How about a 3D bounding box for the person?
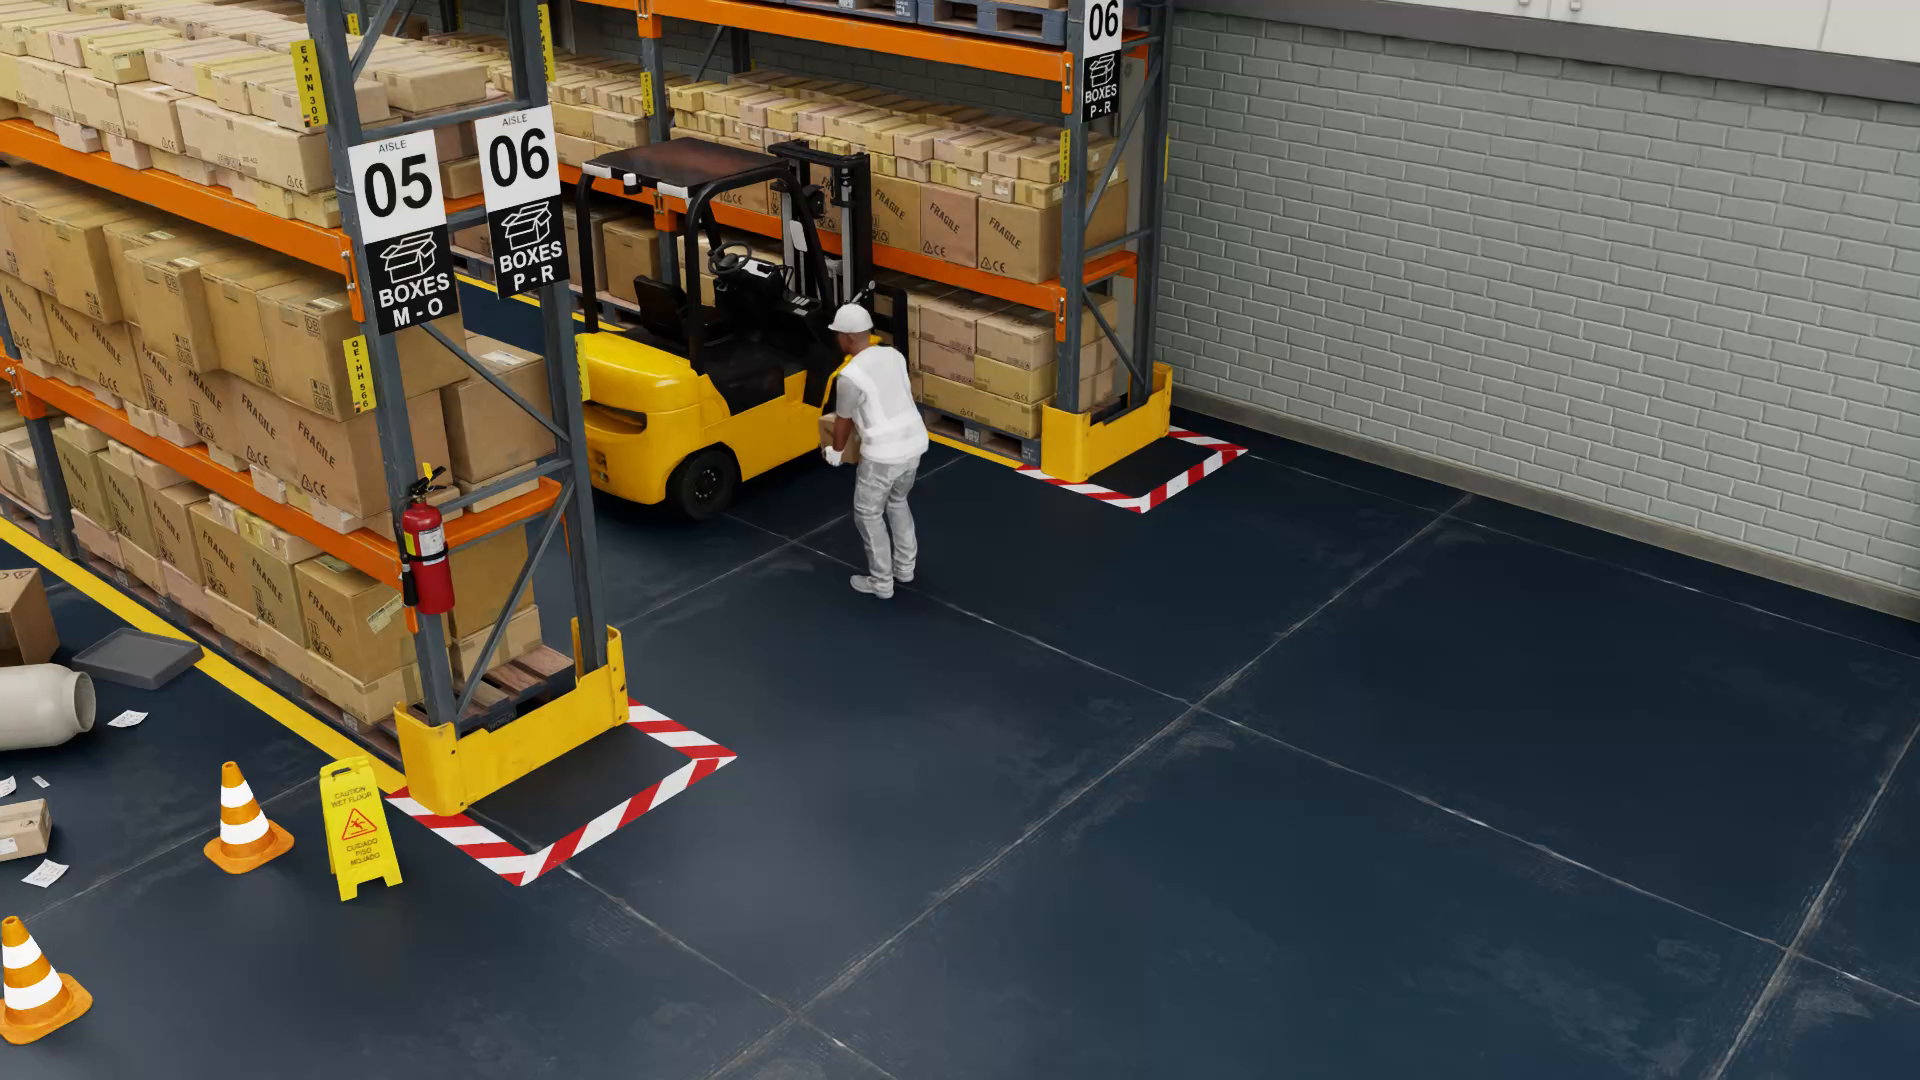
[{"bbox_3d":[-0.503,-0.523,9.679,0.618,1.726,0.485,20,33,34],"label":"person"}]
